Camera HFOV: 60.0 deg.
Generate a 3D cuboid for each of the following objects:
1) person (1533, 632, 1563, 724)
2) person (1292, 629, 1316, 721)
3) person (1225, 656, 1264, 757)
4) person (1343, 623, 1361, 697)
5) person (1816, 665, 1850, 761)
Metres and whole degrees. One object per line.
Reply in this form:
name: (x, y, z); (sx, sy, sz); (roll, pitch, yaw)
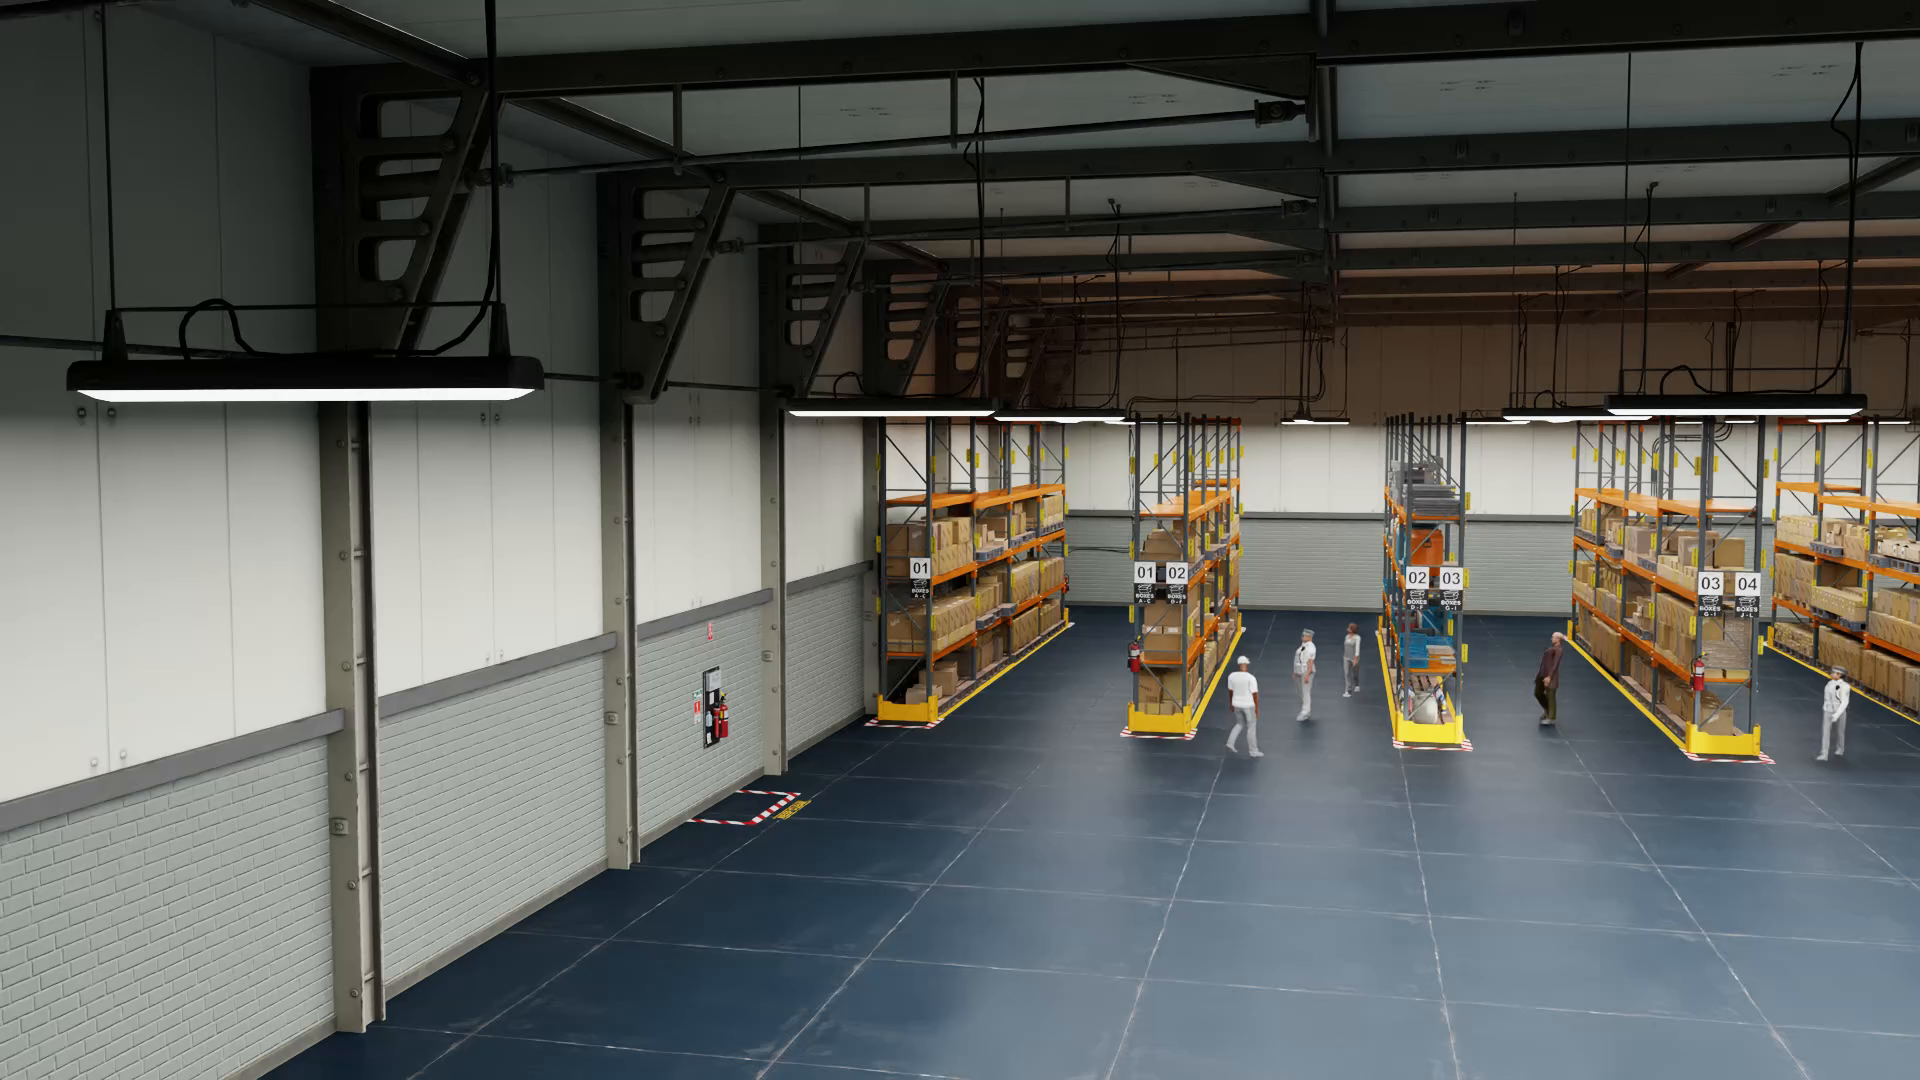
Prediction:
person: (11.413, 2.658, 32.191); (0.586, 1.760, 0.621); (-1, 4, -15)
person: (6.744, 2.633, 32.726); (0.548, 1.789, 0.545); (-2, 4, -25)
person: (4.966, 2.893, 28.938); (0.611, 1.776, 0.635); (-4, 5, -45)
person: (8.344, 2.544, 35.402); (0.385, 1.542, 0.871); (2, 4, 26)
person: (15.036, 2.960, 28.595); (0.441, 1.631, 1.023); (2, 5, 31)
